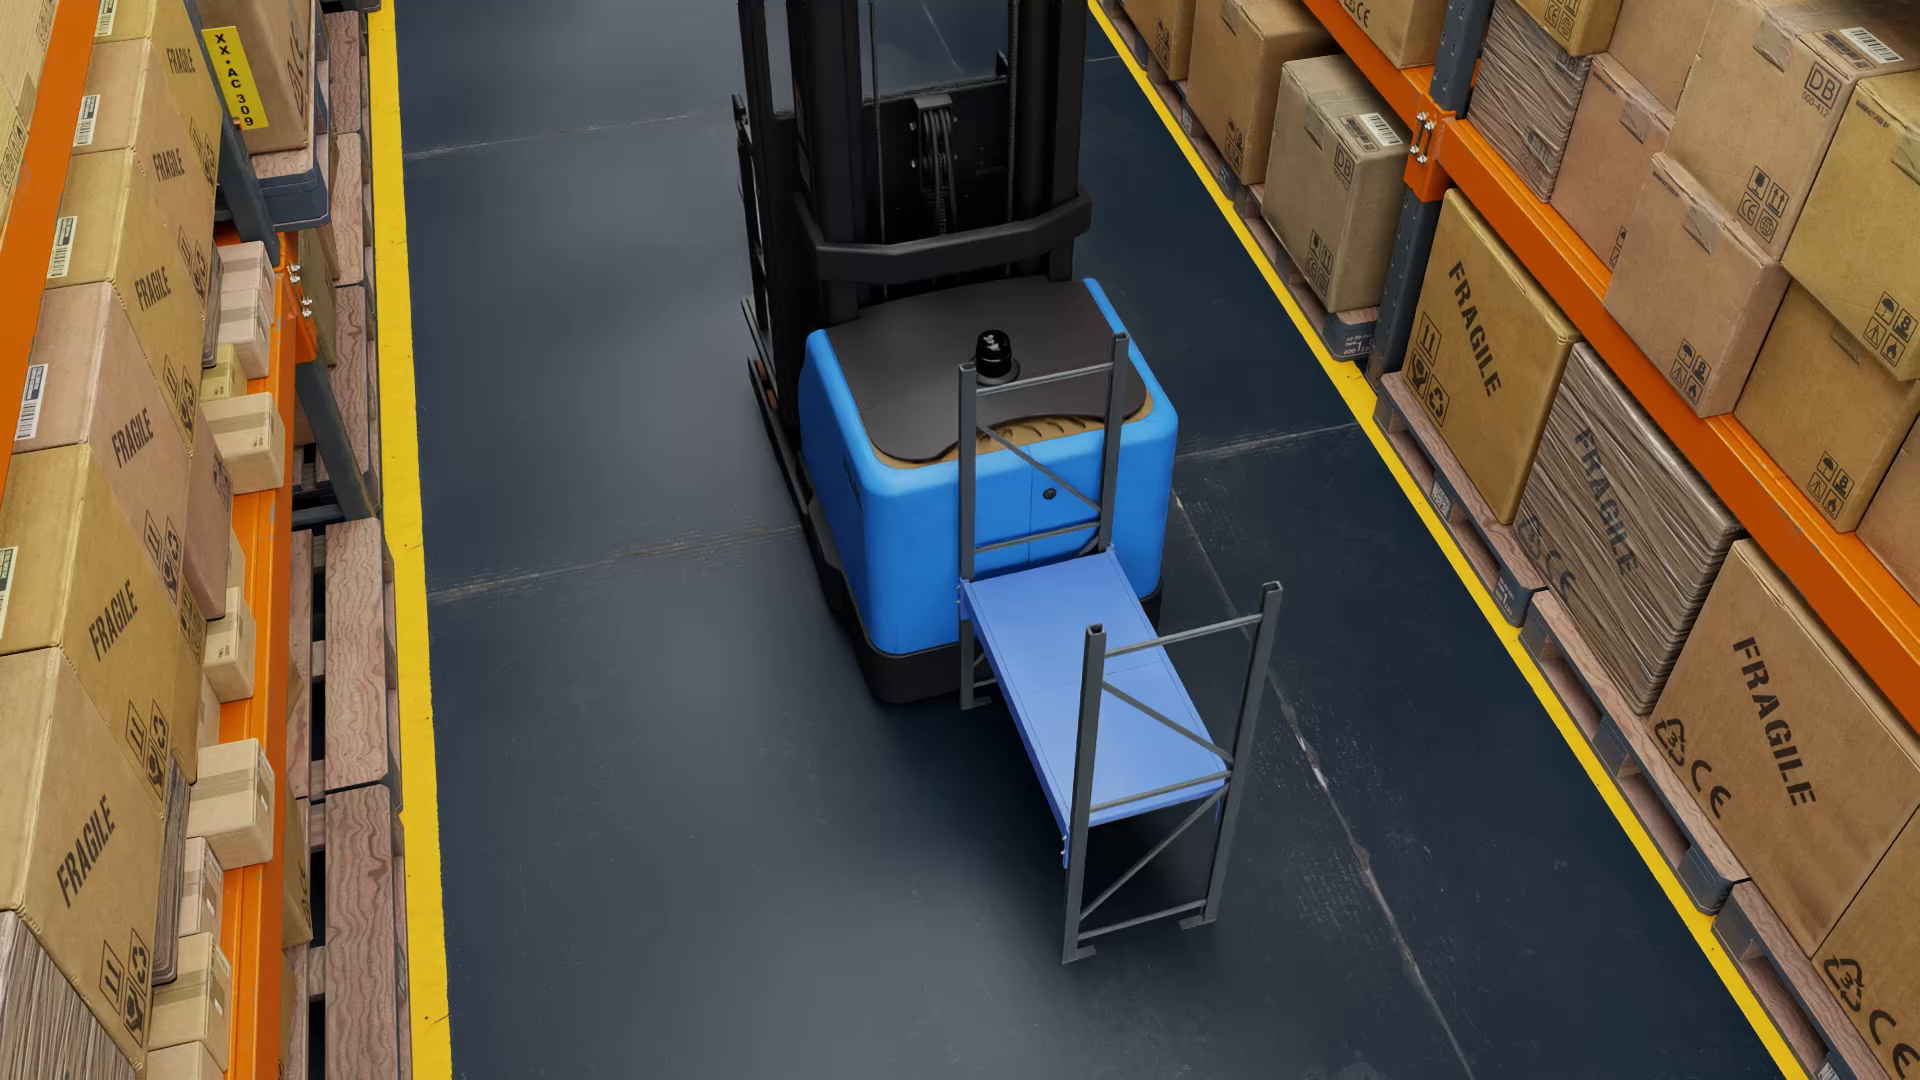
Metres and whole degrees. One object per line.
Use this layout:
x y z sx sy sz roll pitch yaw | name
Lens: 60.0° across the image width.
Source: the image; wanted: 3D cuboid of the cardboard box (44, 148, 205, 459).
-2.006 -0.477 3.639 0.500 0.500 0.500 -11 47 -10 | cardboard box

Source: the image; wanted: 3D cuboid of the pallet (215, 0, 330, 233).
-2.699 -1.426 5.681 1.003 0.211 1.213 -11 47 -10 | pallet

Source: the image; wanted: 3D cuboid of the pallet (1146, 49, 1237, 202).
1.591 -2.162 8.221 1.003 0.211 1.213 -11 47 -10 | pallet

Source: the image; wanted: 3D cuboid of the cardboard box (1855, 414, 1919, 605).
2.878 -0.100 4.143 0.875 0.550 0.550 -11 47 -10 | cardboard box

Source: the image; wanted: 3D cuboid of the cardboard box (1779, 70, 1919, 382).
2.640 -0.824 4.096 0.875 0.550 0.500 -11 47 -10 | cardboard box

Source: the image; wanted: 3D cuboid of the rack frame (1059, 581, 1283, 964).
0.542 0.687 4.526 0.500 1.500 0.032 -13 47 -12 | rack frame

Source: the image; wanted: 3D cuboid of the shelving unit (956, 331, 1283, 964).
0.390 0.341 4.866 0.538 1.500 1.048 -13 47 -12 | shelving unit

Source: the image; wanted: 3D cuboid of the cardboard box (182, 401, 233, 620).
-2.269 -0.077 3.947 0.875 0.500 0.500 -11 47 -10 | cardboard box

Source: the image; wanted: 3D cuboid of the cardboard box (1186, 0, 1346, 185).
1.688 -2.214 7.601 1.050 0.750 0.750 -11 47 -10 | cardboard box

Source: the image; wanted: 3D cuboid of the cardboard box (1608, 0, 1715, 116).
2.491 -1.587 4.844 0.875 0.550 0.550 -11 47 -10 | cardboard box

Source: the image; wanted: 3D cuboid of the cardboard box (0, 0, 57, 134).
-2.015 -0.956 3.091 0.500 0.250 0.500 -11 47 -11 | cardboard box

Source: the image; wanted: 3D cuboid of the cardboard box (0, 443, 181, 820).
-1.748 0.213 2.963 0.500 0.500 0.500 -11 47 -10 | cardboard box

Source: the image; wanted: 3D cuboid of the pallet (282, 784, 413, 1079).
-2.122 1.339 4.790 1.003 0.211 1.213 -11 47 -10 | pallet

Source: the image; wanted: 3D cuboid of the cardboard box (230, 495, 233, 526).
-2.135 -0.049 4.374 0.380 0.149 0.250 -11 47 -10 | cardboard box

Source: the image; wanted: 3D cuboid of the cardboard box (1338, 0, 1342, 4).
1.656 -2.471 6.501 0.500 0.500 0.500 -11 47 -11 | cardboard box

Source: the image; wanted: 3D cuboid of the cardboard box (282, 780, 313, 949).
-2.191 0.881 4.742 0.500 0.500 0.500 -15 47 -14 | cardboard box

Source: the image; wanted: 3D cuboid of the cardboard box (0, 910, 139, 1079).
-1.497 0.904 2.285 0.500 0.500 0.500 -11 47 -10 | cardboard box

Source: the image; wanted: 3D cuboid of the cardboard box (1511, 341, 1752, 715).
2.505 -0.110 5.451 0.875 0.875 0.875 -10 46 -10 | cardboard box

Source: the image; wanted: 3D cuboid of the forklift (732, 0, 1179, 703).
-0.228 -1.549 5.715 1.130 2.935 3.031 -13 47 -12 | forklift

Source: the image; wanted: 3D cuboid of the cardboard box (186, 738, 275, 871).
-1.752 0.617 3.721 0.380 0.149 0.250 -11 47 -10 | cardboard box

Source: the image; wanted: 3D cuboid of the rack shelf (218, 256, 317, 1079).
-2.132 0.694 3.973 1.077 0.370 4.000 -11 47 -10 | rack shelf

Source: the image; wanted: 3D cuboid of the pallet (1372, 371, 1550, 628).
2.296 -0.260 6.357 1.003 0.211 1.213 -11 47 -10 | pallet

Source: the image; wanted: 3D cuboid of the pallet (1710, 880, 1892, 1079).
2.921 1.424 4.706 1.003 0.211 1.213 -11 47 -10 | pallet

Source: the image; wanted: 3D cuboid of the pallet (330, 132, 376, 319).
-3.160 -1.344 7.419 1.003 0.211 1.213 -11 47 -10 | pallet

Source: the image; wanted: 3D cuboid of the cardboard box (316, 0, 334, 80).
-3.477 -2.520 8.062 0.700 0.500 0.500 -13 47 -12 | cardboard box

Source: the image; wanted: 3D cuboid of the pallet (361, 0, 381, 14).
-3.797 -3.282 9.319 1.003 0.211 1.213 -11 47 -10 | pallet

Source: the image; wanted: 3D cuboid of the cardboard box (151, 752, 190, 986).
-2.064 0.623 3.261 0.875 0.500 0.500 -11 47 -10 | cardboard box

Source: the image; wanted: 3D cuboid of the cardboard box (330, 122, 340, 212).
-3.171 -1.750 7.307 0.700 0.500 0.500 -7 46 -7 | cardboard box

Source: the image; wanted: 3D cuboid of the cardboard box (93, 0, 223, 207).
-2.262 -1.167 4.315 0.500 0.500 0.500 -11 47 -10 | cardboard box

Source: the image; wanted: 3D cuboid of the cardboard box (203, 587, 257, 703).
-1.935 0.282 4.049 0.380 0.149 0.250 -11 47 -10 | cardboard box

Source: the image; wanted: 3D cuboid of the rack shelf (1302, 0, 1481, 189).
1.665 -2.905 7.500 1.077 0.370 4.000 -11 47 -10 | rack shelf

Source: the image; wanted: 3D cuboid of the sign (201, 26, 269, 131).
-2.121 -1.346 4.863 0.100 0.325 0.005 -11 47 -10 | sign

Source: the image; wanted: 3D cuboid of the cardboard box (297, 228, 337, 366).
-2.884 -0.978 6.551 0.700 0.500 0.500 -11 47 -11 | cardboard box

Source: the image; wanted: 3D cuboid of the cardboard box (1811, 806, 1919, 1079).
2.963 1.127 4.239 0.875 0.875 0.875 -10 47 -10 | cardboard box

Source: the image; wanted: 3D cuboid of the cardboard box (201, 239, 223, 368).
-2.588 -0.756 4.612 0.875 0.500 0.500 -11 47 -10 | cardboard box

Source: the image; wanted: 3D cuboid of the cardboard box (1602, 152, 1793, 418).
2.470 -0.806 4.834 0.875 0.550 0.550 -11 47 -10 | cardboard box

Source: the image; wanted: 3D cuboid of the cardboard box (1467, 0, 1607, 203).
2.283 -1.576 5.589 0.875 0.550 0.550 -11 47 -10 | cardboard box

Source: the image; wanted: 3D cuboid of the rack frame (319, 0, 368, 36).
-3.668 -3.700 7.776 1.000 3.000 0.127 -11 47 -10 | rack frame

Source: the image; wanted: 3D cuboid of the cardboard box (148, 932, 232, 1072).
-1.698 0.977 3.369 0.380 0.149 0.250 -11 47 -10 | cardboard box

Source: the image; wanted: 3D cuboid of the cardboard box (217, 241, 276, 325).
-2.304 -0.756 5.066 0.380 0.149 0.250 -11 47 -10 | cardboard box

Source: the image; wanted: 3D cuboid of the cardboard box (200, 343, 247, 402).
-2.244 -0.398 4.716 0.380 0.149 0.250 -11 47 -10 | cardboard box
